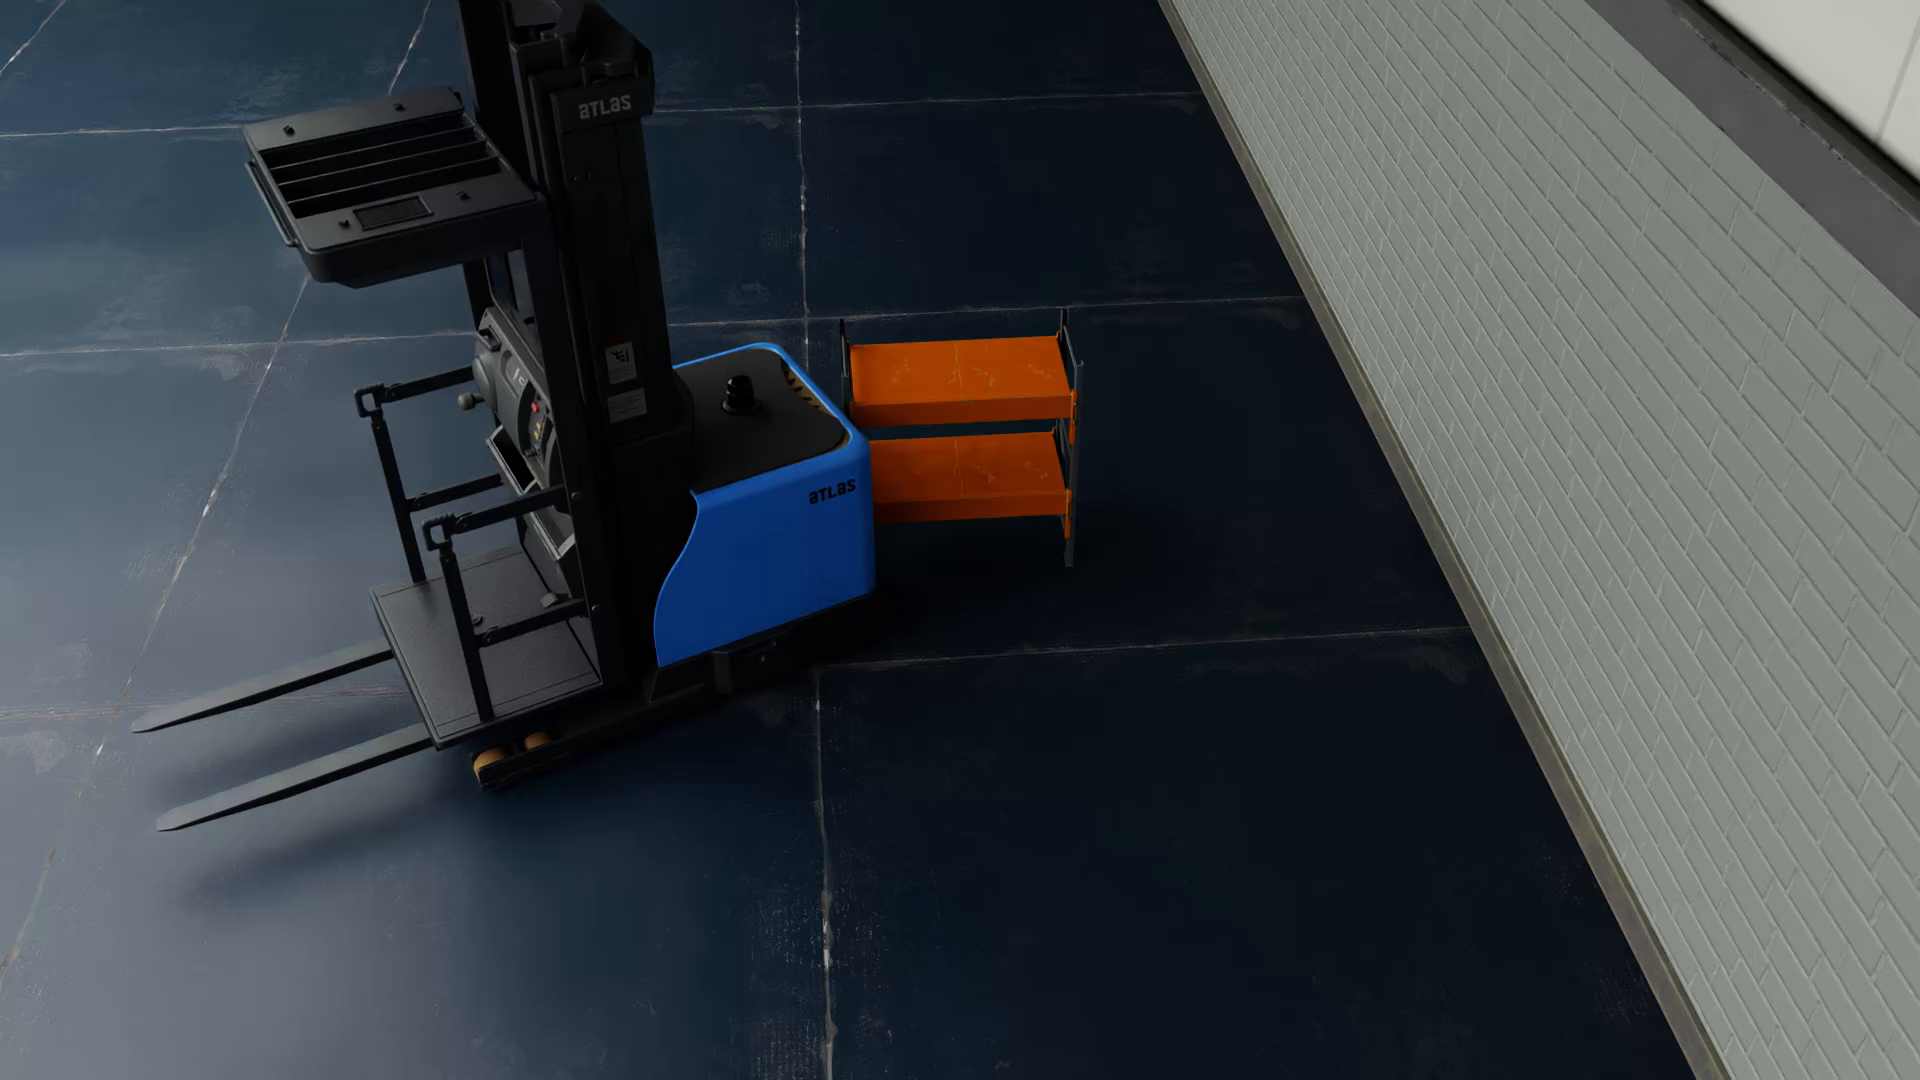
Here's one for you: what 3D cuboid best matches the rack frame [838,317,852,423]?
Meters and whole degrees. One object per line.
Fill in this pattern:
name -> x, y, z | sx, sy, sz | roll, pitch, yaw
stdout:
rack frame -> -0.513, -0.413, 7.688 | 0.032, 1.125, 0.500 | -3, 38, -4

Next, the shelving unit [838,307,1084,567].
shelving unit -> -0.007, -0.441, 7.723 | 1.048, 1.125, 0.538 | -3, 38, -4

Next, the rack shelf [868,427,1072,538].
rack shelf -> -0.007, -0.249, 7.875 | 1.000, 0.278, 0.538 | -3, 38, -4

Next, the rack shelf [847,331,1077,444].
rack shelf -> -0.007, -0.671, 7.542 | 1.000, 0.278, 0.538 | -3, 38, -4

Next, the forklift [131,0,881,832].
forklift -> -1.893, -0.512, 6.354 | 3.031, 2.935, 1.130 | -19, 42, -23

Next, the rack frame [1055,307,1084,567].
rack frame -> 0.500, -0.469, 7.758 | 0.032, 1.125, 0.500 | -3, 38, -4
